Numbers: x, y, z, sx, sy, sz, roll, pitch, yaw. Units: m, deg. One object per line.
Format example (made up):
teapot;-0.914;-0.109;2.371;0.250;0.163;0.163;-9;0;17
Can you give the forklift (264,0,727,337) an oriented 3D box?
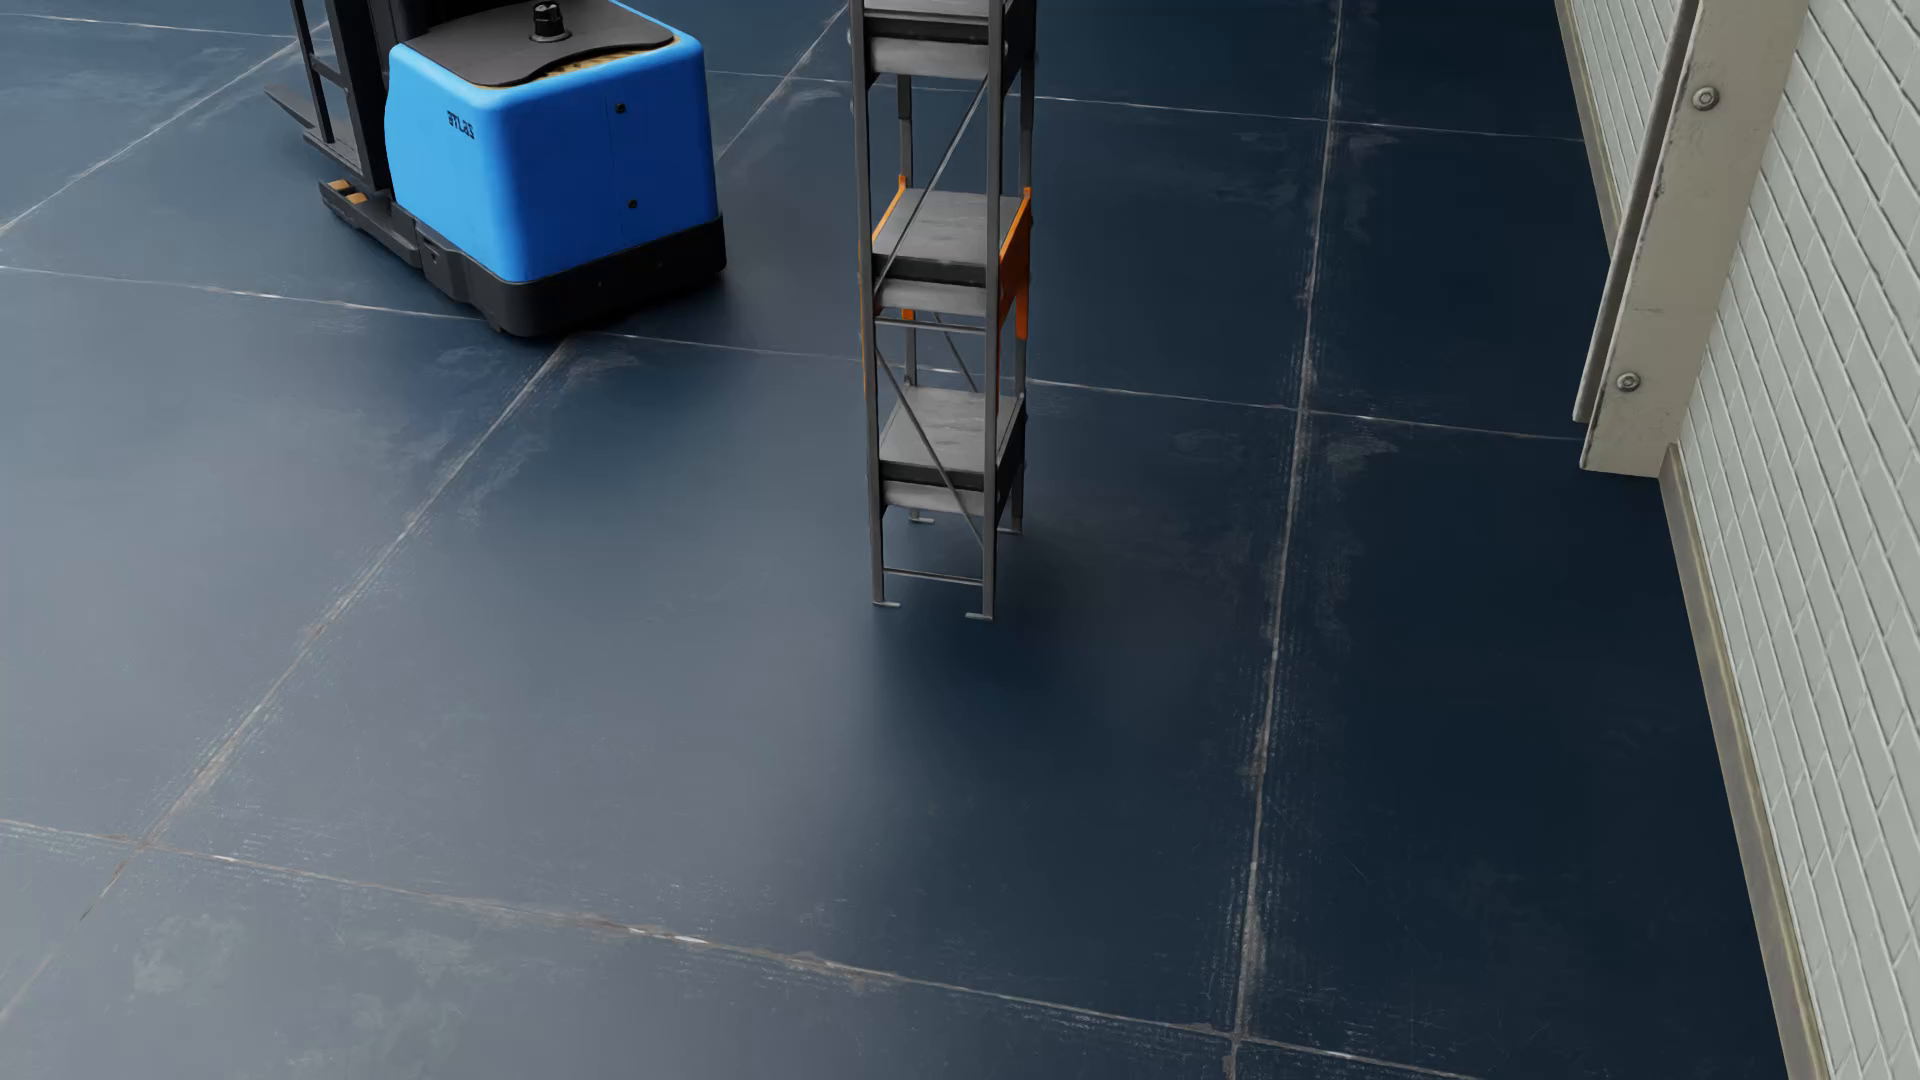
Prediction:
forklift;-2.363;-2.804;7.121;1.130;2.935;3.031;-27;44;-32

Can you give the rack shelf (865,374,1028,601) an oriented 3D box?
rack shelf;-0.035;-0.177;5.422;0.431;0.518;0.480;7;37;10

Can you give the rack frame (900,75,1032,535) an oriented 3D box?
rack frame;0.017;-0.895;5.196;0.400;2.100;0.015;7;37;10

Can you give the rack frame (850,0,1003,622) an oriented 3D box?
rack frame;-0.087;-0.615;4.810;0.400;2.100;0.015;7;37;10

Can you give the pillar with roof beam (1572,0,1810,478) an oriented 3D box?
pillar with roof beam;-1.732;-4.538;4.343;9.100;9.000;0.400;7;37;10

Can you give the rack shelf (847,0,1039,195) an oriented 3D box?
rack shelf;-0.035;-1.311;4.600;0.431;0.518;0.480;7;37;10

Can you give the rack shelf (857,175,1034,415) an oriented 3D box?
rack shelf;-0.035;-0.744;5.011;0.431;0.518;0.480;7;37;10

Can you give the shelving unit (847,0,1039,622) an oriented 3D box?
shelving unit;-0.035;-0.755;5.003;0.431;2.100;0.503;7;37;10
